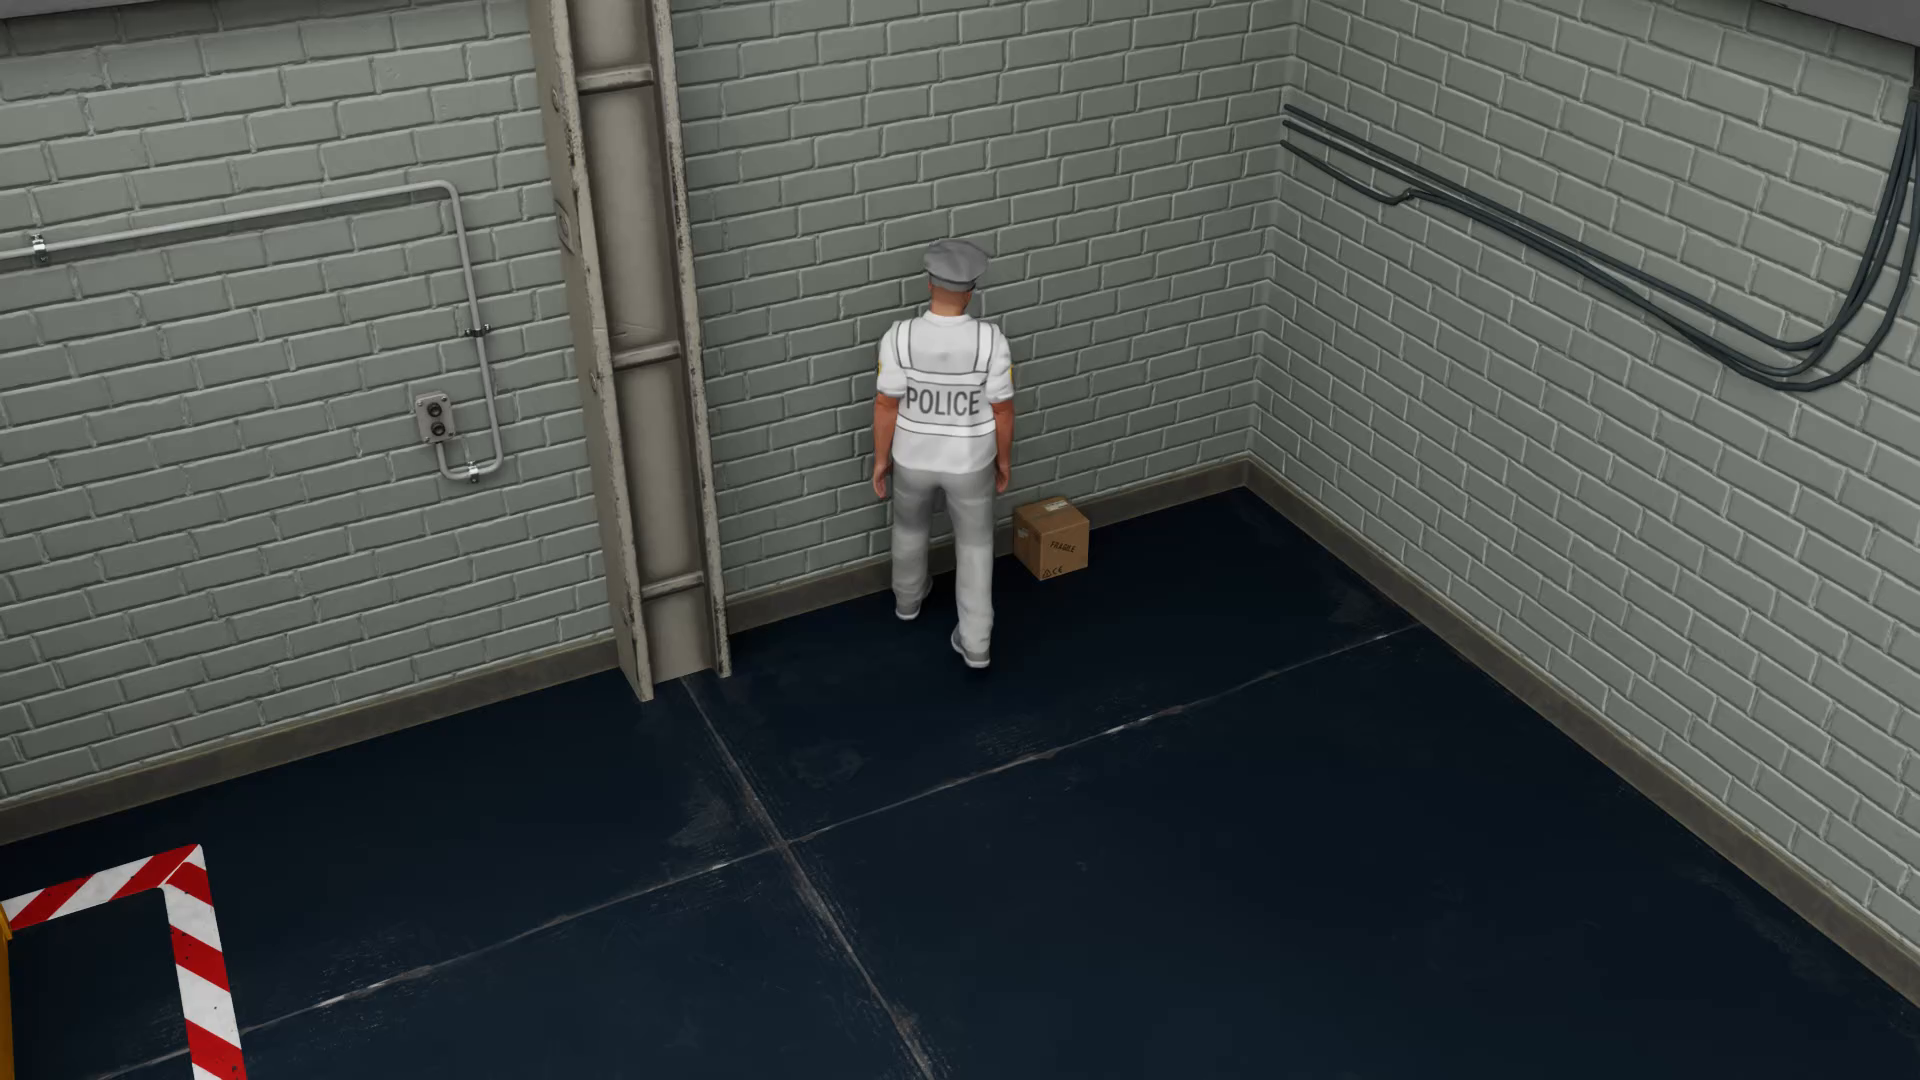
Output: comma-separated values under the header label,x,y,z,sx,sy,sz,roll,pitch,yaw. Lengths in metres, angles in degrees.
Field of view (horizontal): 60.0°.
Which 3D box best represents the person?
label,x,y,z,sx,sy,sz,roll,pitch,yaw
person,-0.061,-0.354,6.666,0.563,1.734,0.708,3,33,5
